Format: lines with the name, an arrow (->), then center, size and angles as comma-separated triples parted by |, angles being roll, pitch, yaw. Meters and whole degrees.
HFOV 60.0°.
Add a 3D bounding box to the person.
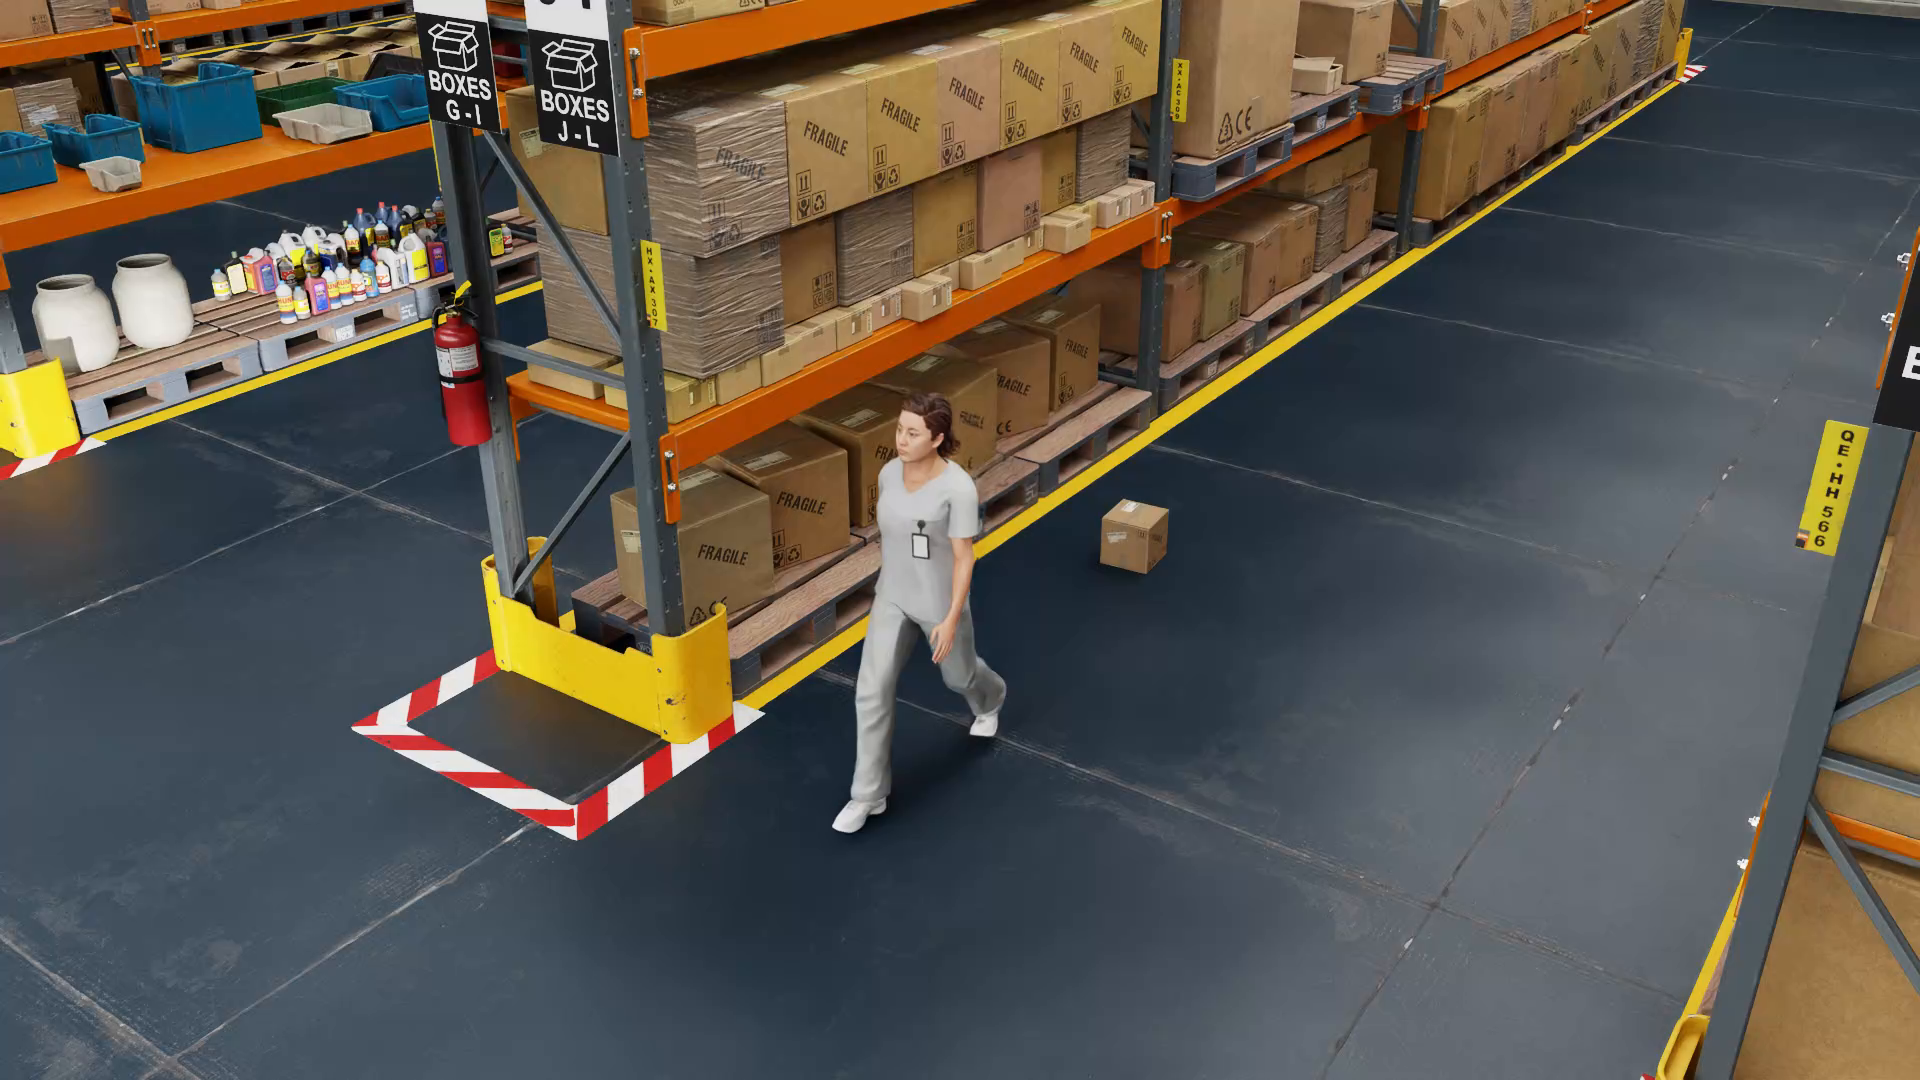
person -> -0.129, 0.224, 6.203 | 0.450, 1.599, 1.051 | 13, 30, 23
